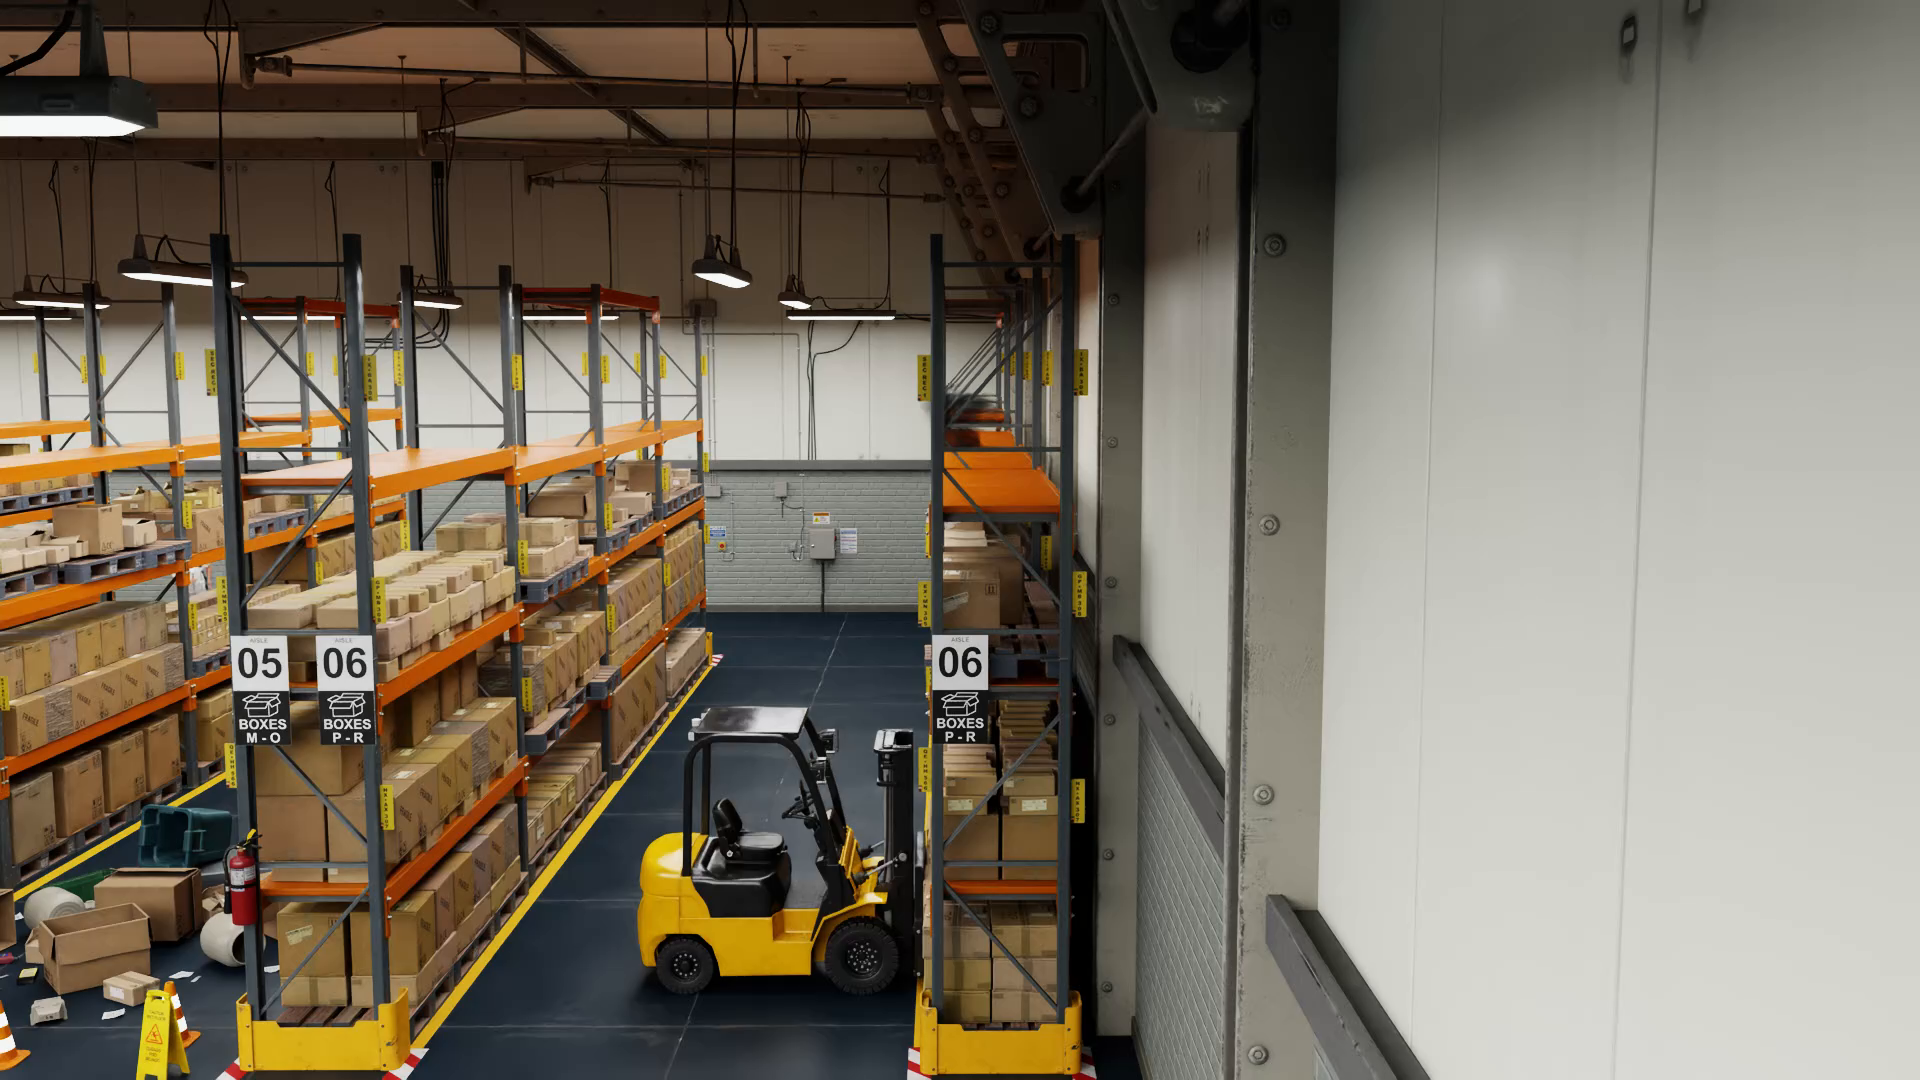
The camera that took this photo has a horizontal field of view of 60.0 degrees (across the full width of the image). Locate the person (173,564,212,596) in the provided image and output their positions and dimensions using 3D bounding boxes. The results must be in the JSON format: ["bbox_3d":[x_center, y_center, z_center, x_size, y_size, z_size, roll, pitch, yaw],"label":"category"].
[{"bbox_3d":[-14.045,0.944,30.469,0.634,1.800,0.689,-3,7,-24],"label":"person"}]
